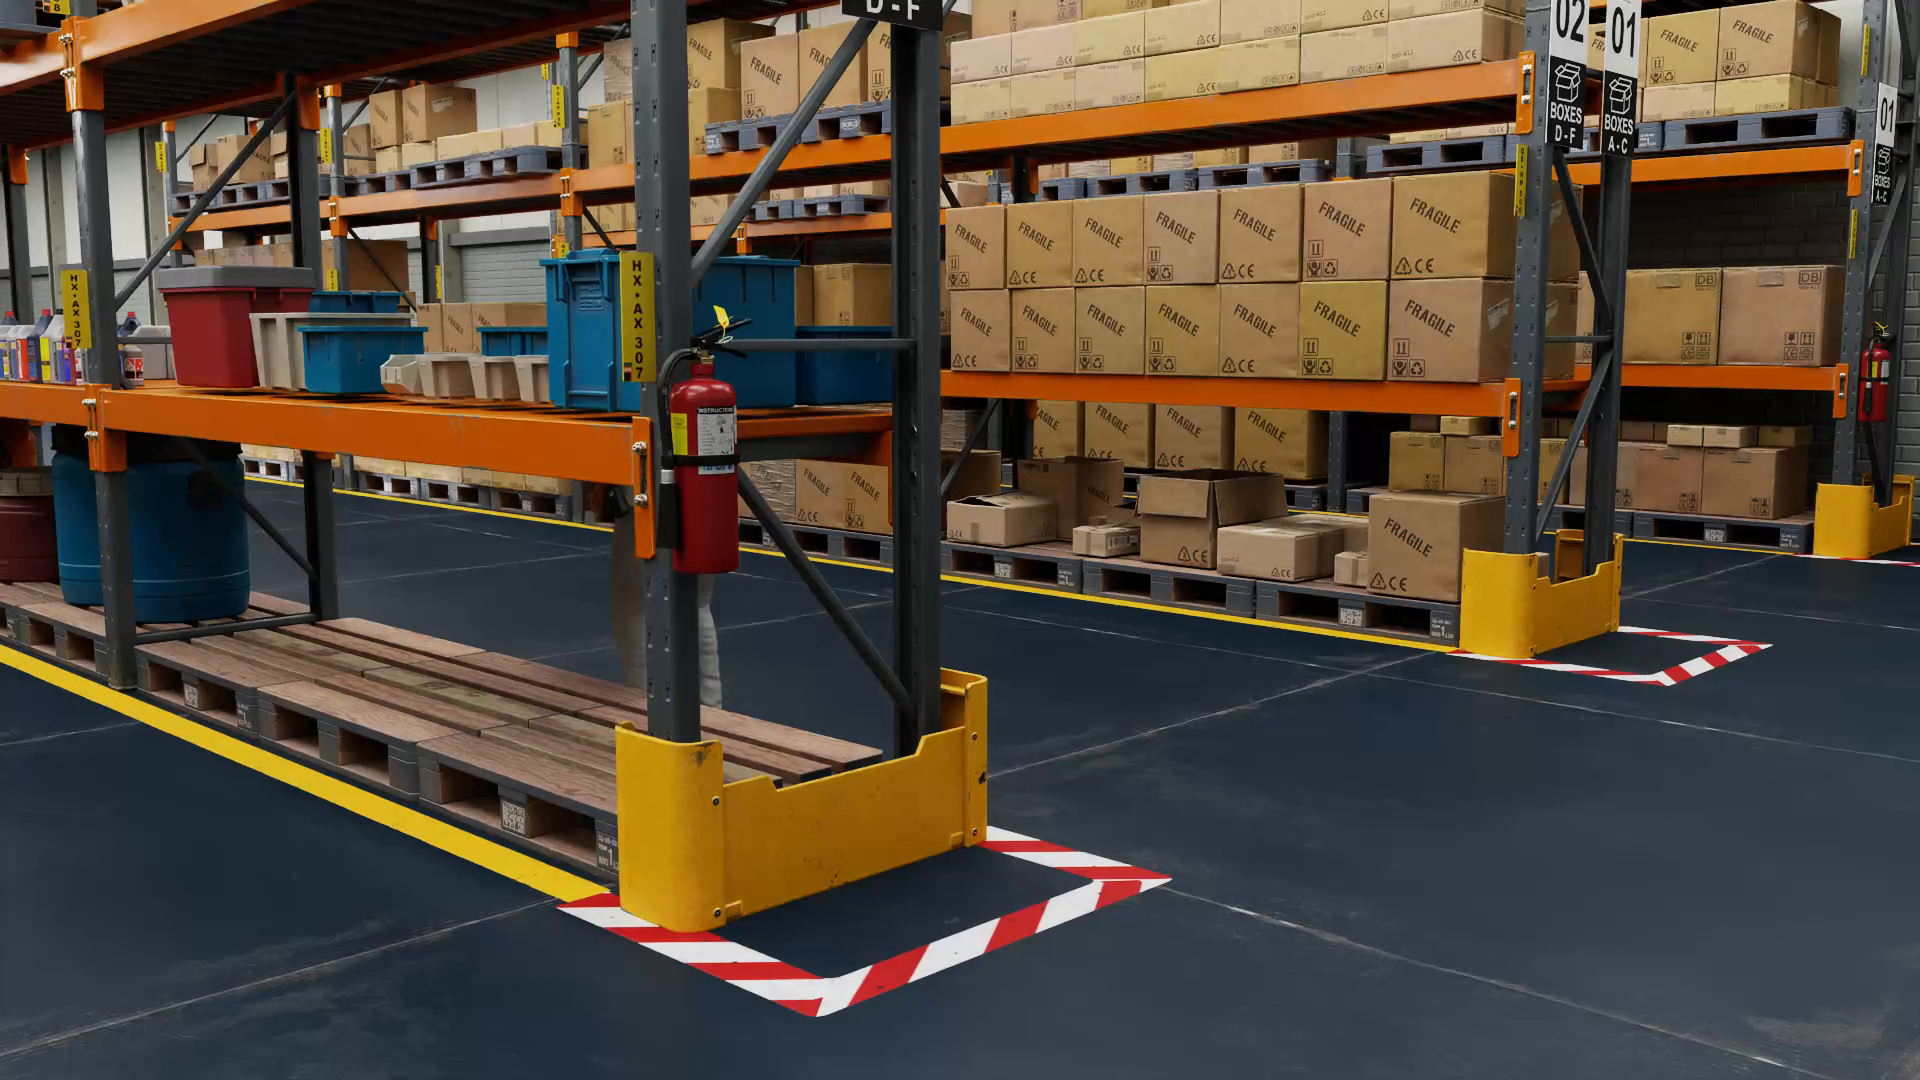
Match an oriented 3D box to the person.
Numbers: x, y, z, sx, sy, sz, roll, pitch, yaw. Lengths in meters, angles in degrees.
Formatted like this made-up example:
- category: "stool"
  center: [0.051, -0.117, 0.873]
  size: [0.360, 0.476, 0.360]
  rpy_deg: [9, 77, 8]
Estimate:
- category: "person"
  center: [-1.178, -0.077, 6.410]
  size: [0.539, 1.659, 0.456]
  rpy_deg: [7, 10, 43]
